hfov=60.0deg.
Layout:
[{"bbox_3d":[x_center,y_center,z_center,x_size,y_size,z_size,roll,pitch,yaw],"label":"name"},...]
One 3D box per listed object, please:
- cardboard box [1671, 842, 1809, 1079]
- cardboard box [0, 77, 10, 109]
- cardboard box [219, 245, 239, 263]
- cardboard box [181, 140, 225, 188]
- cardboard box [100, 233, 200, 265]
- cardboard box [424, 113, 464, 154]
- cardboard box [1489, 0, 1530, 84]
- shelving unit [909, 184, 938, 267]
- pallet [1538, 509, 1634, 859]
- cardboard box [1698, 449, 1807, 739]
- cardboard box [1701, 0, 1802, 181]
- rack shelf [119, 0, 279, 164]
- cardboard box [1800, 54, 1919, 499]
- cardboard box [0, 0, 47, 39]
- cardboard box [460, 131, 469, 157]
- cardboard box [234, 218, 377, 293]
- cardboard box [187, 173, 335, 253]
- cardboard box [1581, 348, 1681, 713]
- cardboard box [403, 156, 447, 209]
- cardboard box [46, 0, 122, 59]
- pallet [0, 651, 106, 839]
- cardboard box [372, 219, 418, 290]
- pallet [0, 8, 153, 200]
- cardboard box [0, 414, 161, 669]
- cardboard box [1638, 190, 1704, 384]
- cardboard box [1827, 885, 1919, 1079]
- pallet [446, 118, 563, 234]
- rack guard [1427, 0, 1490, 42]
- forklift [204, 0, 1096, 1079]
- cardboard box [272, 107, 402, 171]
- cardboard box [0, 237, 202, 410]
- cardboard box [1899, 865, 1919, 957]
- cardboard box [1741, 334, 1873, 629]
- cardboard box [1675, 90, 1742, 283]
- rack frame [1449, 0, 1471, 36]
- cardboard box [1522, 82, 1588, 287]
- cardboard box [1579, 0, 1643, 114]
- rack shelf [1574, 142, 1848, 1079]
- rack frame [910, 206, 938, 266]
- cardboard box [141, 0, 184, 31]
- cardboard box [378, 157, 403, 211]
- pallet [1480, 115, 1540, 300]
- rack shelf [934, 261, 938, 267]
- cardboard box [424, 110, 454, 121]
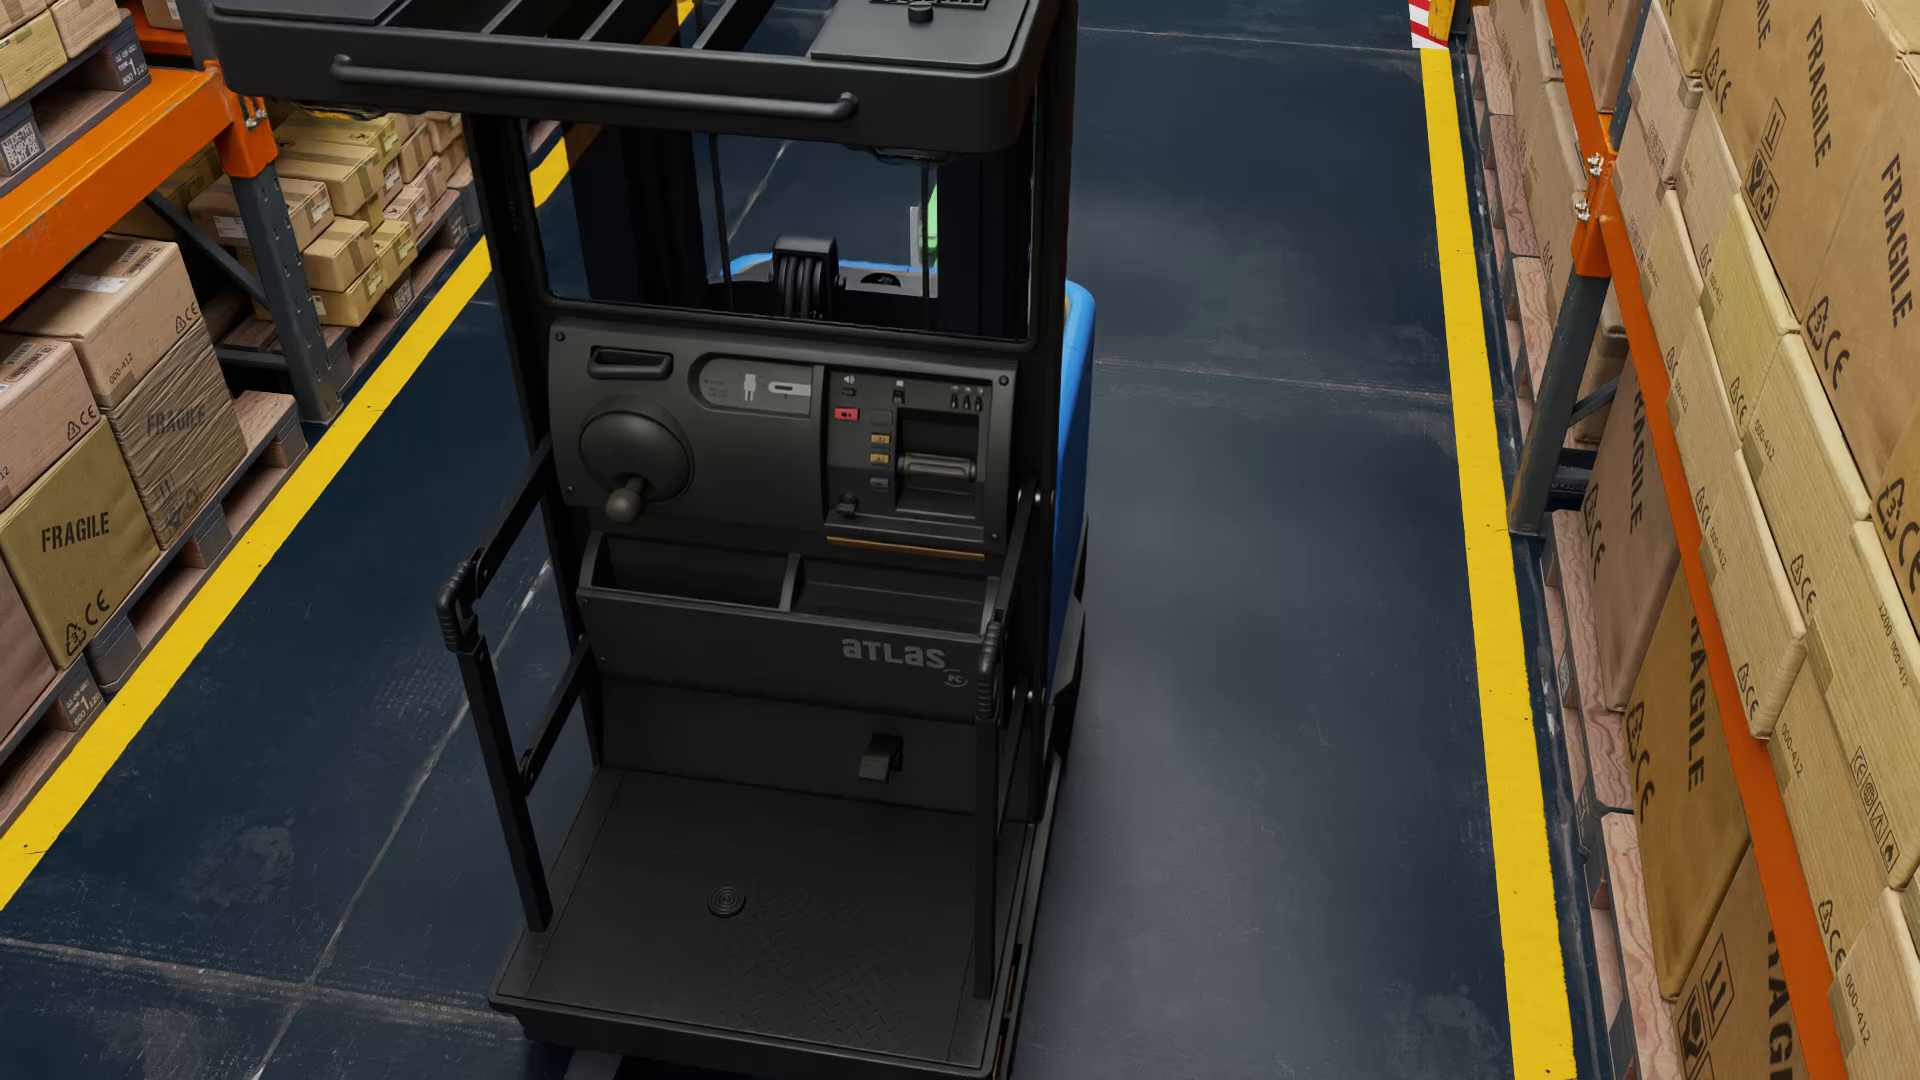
[{"bbox_3d":[1.909,1.030,2.988,0.875,0.875,0.875,7,40,8],"label":"cardboard box"},{"bbox_3d":[-2.615,-1.111,4.107,0.380,0.149,0.250,6,40,8],"label":"cardboard box"},{"bbox_3d":[-2.792,-1.136,6.178,0.380,0.149,0.250,7,40,9],"label":"cardboard box"},{"bbox_3d":[-2.842,-1.345,5.964,0.380,0.149,0.250,7,40,8],"label":"cardboard box"},{"bbox_3d":[-2.910,-1.046,5.836,0.380,0.149,0.250,7,40,9],"label":"cardboard box"},{"bbox_3d":[-2.192,-1.671,6.591,0.380,0.149,0.250,8,40,10],"label":"cardboard box"},{"bbox_3d":[2.917,-2.413,7.496,0.875,0.438,0.875,5,40,6],"label":"cardboard box"},{"bbox_3d":[0.029,-0.566,4.993,0.258,1.200,0.503,6,40,8],"label":"shelving unit"},{"bbox_3d":[2.182,0.414,4.584,1.003,0.211,1.213,6,40,8],"label":"pallet"},{"bbox_3d":[1.617,0.109,2.882,0.500,0.250,0.500,6,40,7],"label":"cardboard box"},{"bbox_3d":[1.821,-1.011,3.255,0.500,0.500,0.500,6,40,7],"label":"cardboard box"},{"bbox_3d":[-2.306,-2.614,6.622,1.077,0.370,4.000,6,40,8],"label":"rack shelf"},{"bbox_3d":[1.648,-0.371,2.481,0.500,0.500,0.500,6,40,7],"label":"cardboard box"},{"bbox_3d":[-2.571,-1.379,4.197,0.380,0.149,0.250,7,40,8],"label":"cardboard box"},{"bbox_3d":[-2.088,-1.711,6.873,0.380,0.149,0.250,5,40,6],"label":"cardboard box"},{"bbox_3d":[-2.274,-1.006,5.787,0.380,0.149,0.250,8,40,10],"label":"cardboard box"},{"bbox_3d":[-2.388,-1.122,5.693,0.380,0.149,0.250,8,40,9],"label":"cardboard box"},{"bbox_3d":[2.212,-0.099,4.353,0.875,0.875,0.875,8,40,9],"label":"cardboard box"},{"bbox_3d":[-2.240,-1.386,6.480,0.380,0.149,0.250,6,40,7],"label":"cardboard box"},{"bbox_3d":[-2.526,-1.430,4.493,0.380,0.149,0.250,6,40,7],"label":"cardboard box"},{"bbox_3d":[-2.994,0.696,4.243,1.003,0.211,1.213,6,40,8],"label":"pallet"},{"bbox_3d":[-2.226,-1.059,6.085,0.380,0.149,0.250,8,40,9],"label":"cardboard box"},{"bbox_3d":[-2.927,-1.098,4.375,1.003,0.211,1.213,6,40,8],"label":"pallet"},{"bbox_3d":[-2.621,-0.020,4.552,0.500,0.500,0.500,6,40,7],"label":"cardboard box"},{"bbox_3d":[1.817,-0.524,3.647,0.500,0.250,0.500,5,40,7],"label":"cardboard box"},{"bbox_3d":[1.454,0.746,2.111,0.500,0.250,0.500,7,40,8],"label":"cardboard box"},{"bbox_3d":[-2.362,-1.754,7.206,1.003,0.211,1.213,6,40,8],"label":"pallet"},{"bbox_3d":[2.937,-2.715,8.142,1.175,0.500,0.348,6,40,8],"label":"rack guard"},{"bbox_3d":[-0.391,-0.121,3.096,1.130,2.935,3.031,6,40,8],"label":"forklift"},{"bbox_3d":[-2.287,-1.452,6.093,0.380,0.149,0.250,6,40,7],"label":"cardboard box"},{"bbox_3d":[-2.532,-0.628,4.699,0.500,0.250,0.500,5,40,6],"label":"cardboard box"},{"bbox_3d":[1.467,0.568,1.935,0.500,0.250,0.500,5,40,7],"label":"cardboard box"},{"bbox_3d":[1.626,-0.082,2.720,0.500,0.250,0.500,5,40,6],"label":"cardboard box"},{"bbox_3d":[1.825,-0.713,3.484,0.500,0.250,0.500,7,40,8],"label":"cardboard box"},{"bbox_3d":[2.933,-3.664,7.327,1.000,3.000,0.127,6,40,8],"label":"rack frame"},{"bbox_3d":[2.610,-1.272,6.116,0.875,0.438,0.875,5,40,6],"label":"cardboard box"},{"bbox_3d":[2.069,-1.511,4.645,0.500,0.500,0.500,7,40,8],"label":"cardboard box"},{"bbox_3d":[1.895,0.379,3.002,1.077,0.370,4.000,6,40,8],"label":"rack shelf"},{"bbox_3d":[-0.014,-0.413,4.808,0.240,1.200,0.015,6,40,8],"label":"rack frame"},{"bbox_3d":[-2.281,-1.681,5.126,0.380,0.149,0.250,8,40,9],"label":"cardboard box"},{"bbox_3d":[-2.312,-1.331,6.181,0.380,0.149,0.250,6,40,7],"label":"cardboard box"},{"bbox_3d":[2.658,-1.315,6.675,1.003,0.211,1.213,6,40,8],"label":"pallet"},{"bbox_3d":[0.029,-0.702,4.881,0.258,0.148,0.480,6,40,8],"label":"rack shelf"},{"bbox_3d":[-2.140,-1.769,6.476,0.380,0.149,0.250,7,40,9],"label":"cardboard box"}]
